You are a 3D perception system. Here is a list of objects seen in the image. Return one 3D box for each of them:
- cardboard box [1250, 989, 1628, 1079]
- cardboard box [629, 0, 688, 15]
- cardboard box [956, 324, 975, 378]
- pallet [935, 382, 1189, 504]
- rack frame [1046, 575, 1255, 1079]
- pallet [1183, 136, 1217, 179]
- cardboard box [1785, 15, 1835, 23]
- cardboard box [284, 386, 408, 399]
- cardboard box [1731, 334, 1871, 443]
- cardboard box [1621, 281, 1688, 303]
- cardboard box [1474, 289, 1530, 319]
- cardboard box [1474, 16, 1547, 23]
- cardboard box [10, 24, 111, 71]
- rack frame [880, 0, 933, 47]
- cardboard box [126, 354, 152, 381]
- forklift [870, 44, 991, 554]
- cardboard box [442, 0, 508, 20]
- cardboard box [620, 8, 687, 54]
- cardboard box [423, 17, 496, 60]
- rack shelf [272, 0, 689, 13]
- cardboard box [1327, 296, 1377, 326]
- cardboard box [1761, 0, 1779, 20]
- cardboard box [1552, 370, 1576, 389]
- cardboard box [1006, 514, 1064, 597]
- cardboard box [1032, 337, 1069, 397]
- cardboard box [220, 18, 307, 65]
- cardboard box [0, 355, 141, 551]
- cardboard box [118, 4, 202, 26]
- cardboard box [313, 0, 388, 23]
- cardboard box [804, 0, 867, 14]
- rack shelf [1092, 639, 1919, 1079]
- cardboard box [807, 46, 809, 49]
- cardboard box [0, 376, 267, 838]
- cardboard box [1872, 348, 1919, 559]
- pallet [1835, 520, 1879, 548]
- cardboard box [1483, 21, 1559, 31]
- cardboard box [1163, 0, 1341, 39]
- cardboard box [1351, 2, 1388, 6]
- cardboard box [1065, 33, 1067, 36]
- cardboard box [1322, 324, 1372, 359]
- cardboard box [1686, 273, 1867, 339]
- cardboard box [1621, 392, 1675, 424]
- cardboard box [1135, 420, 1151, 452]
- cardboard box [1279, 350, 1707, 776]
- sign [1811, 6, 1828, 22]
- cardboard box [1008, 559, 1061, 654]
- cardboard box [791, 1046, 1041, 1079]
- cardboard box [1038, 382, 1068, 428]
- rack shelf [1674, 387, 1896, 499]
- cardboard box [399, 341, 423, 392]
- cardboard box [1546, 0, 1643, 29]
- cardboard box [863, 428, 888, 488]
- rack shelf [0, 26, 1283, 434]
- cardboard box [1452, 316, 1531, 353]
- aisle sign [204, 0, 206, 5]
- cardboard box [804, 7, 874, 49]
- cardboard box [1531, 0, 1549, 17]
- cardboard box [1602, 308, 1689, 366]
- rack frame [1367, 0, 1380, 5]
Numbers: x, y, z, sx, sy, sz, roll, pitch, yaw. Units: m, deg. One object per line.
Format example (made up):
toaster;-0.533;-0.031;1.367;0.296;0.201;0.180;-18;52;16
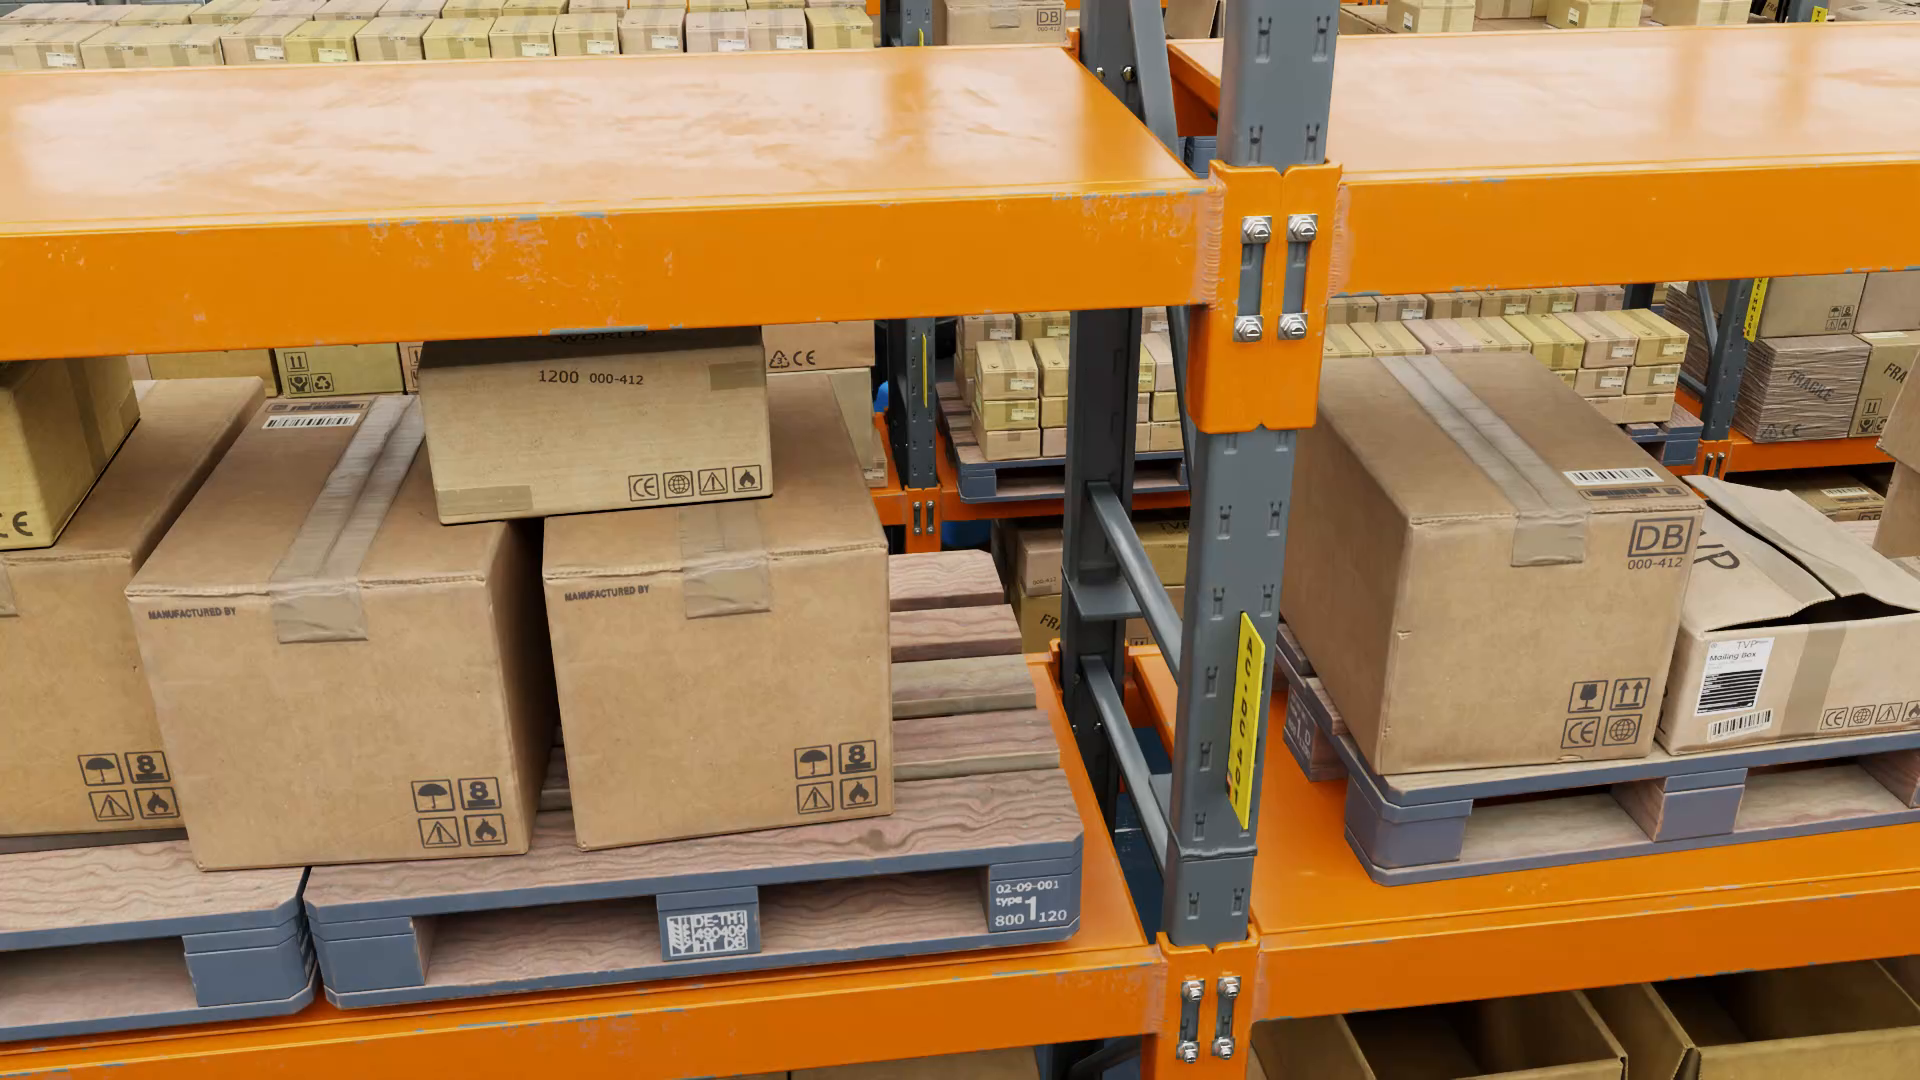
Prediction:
cardboard box;0.979;1.087;3.637;0.637;0.503;0.797;-4;27;-8
cardboard box;-1.344;-2.345;7.429;0.250;0.149;0.380;-4;27;-9
cardboard box;0.123;-0.948;8.301;0.250;0.149;0.380;-3;27;-6
pallet;0.534;-0.524;8.195;1.213;0.211;1.003;-4;27;-7
rack frame;0.348;1.623;3.802;0.127;3.000;1.000;-4;27;-7
pallet;1.410;-1.936;7.657;1.003;0.211;1.213;-4;27;-7
cardboard box;4.280;-2.480;8.198;0.250;0.166;0.380;-4;27;-7
cardboard box;-2.708;-0.523;7.549;0.500;0.500;0.500;-3;27;-6
cardboard box;4.200;-0.832;8.475;0.500;0.500;0.500;-3;27;-7
cardboard box;5.659;-2.302;13.869;0.625;0.372;0.950;-2;27;-4
cardboard box;2.724;-1.247;8.557;0.250;0.149;0.380;-4;27;-7
cardboard box;2.621;-2.309;8.068;0.500;0.500;0.500;-4;27;-7
cardboard box;-3.597;-1.965;6.688;0.250;0.149;0.380;-3;27;-5
rack frame;-0.243;-3.295;6.815;0.127;3.000;1.000;-4;27;-7
cardboard box;-3.723;-0.902;7.191;0.500;0.500;0.500;-4;27;-7
forklift;-0.475;-1.661;10.277;1.130;2.935;3.031;-18;32;-31
cardboard box;-2.131;-2.300;7.341;0.250;0.149;0.380;-4;28;-9
cardboard box;-1.288;-2.131;7.011;0.250;0.149;0.380;-3;27;-5
cardboard box;-2.040;-2.031;6.817;0.250;0.149;0.380;-4;27;-8
rack shelf;-3.013;-3.745;11.765;4.000;0.370;1.077;-4;27;-7
cardboard box;1.932;-1.194;8.455;0.250;0.149;0.380;-3;27;-6
cardboard box;8.682;-5.697;17.958;0.500;0.500;0.500;-4;27;-8
cardboard box;2.768;-0.815;8.042;0.250;0.149;0.380;-3;27;-6
cardboard box;0.525;0.038;8.347;0.500;0.250;0.500;-5;28;-9
cardboard box;0.486;-0.804;7.694;0.250;0.149;0.380;-3;27;-6
cardboard box;-2.837;-2.029;6.812;0.250;0.149;0.380;-3;27;-6
cardboard box;-1.612;-0.191;2.550;0.500;0.250;0.500;-5;28;-9
cardboard box;-3.404;-2.181;7.110;0.250;0.149;0.380;-4;28;-9
cardboard box;-2.643;-2.260;7.264;0.250;0.149;0.380;-3;27;-6
cardboard box;-0.565;-2.385;7.506;0.250;0.149;0.380;-4;27;-8
rack shelf;2.328;0.481;3.529;4.000;0.370;1.077;-4;27;-7
cardboard box;-0.665;-1.972;7.139;0.500;0.250;0.500;-5;28;-10
cardboard box;-1.489;0.090;2.823;0.500;0.500;0.700;-2;27;-5
cardboard box;2.289;-0.060;3.222;0.637;0.503;0.797;-4;27;-8
pallet;2.572;0.255;3.388;1.213;0.211;1.003;-2;27;-5
cardboard box;2.694;-2.071;7.605;0.500;0.500;0.500;-4;27;-7
cardboard box;1.305;-2.232;7.456;0.637;0.503;0.797;-4;27;-8
cardboard box;4.225;-5.529;17.357;0.500;0.250;0.500;-3;27;-6
cardboard box;0.901;-3.588;12.752;0.500;0.500;0.500;-3;27;-6
cardboard box;1.758;-0.884;7.851;0.250;0.149;0.380;-3;27;-6
cardboard box;4.164;-1.394;8.476;0.500;0.500;0.700;-4;27;-7
cardboard box;3.293;-0.716;8.176;0.250;0.149;0.380;-3;27;-6
cardboard box;0.733;-0.553;7.857;0.250;0.149;0.380;-3;27;-7
cardboard box;0.921;0.015;3.079;0.500;0.500;0.700;-3;27;-6
sign;3.791;-2.200;7.399;0.005;0.325;0.100;-4;27;-7
cardboard box;0.526;0.372;8.517;0.500;0.500;0.500;-3;27;-5
cardboard box;-0.070;1.373;3.305;0.500;0.500;0.500;-3;27;-6
cardboard box;0.467;-0.668;7.755;0.250;0.149;0.380;-4;27;-8
rack shelf;5.698;-0.688;9.092;4.000;0.370;1.077;-4;27;-7
cardboard box;-2.202;-0.994;7.371;0.500;0.500;0.500;-5;28;-9
cardboard box;2.848;-2.418;7.442;0.258;0.266;0.396;-4;27;-7
cardboard box;-0.493;-0.390;8.000;0.250;0.149;0.380;-4;27;-8
rack shelf;-1.633;-0.421;2.440;4.000;0.370;1.077;-4;27;-7
cardboard box;2.524;-0.932;7.943;0.250;0.149;0.380;-3;27;-6
aisle sign;-5.025;-3.624;11.179;0.004;0.787;0.394;-4;27;-7
cardboard box;-0.515;-2.150;7.049;0.250;0.149;0.380;-5;28;-9
cardboard box;2.768;-2.666;7.927;0.258;0.266;0.396;-4;27;-7
cardboard box;3.296;-0.982;8.041;0.250;0.149;0.380;-5;28;-9
rack frame;2.928;-3.112;13.029;0.127;3.000;1.000;-4;27;-7
